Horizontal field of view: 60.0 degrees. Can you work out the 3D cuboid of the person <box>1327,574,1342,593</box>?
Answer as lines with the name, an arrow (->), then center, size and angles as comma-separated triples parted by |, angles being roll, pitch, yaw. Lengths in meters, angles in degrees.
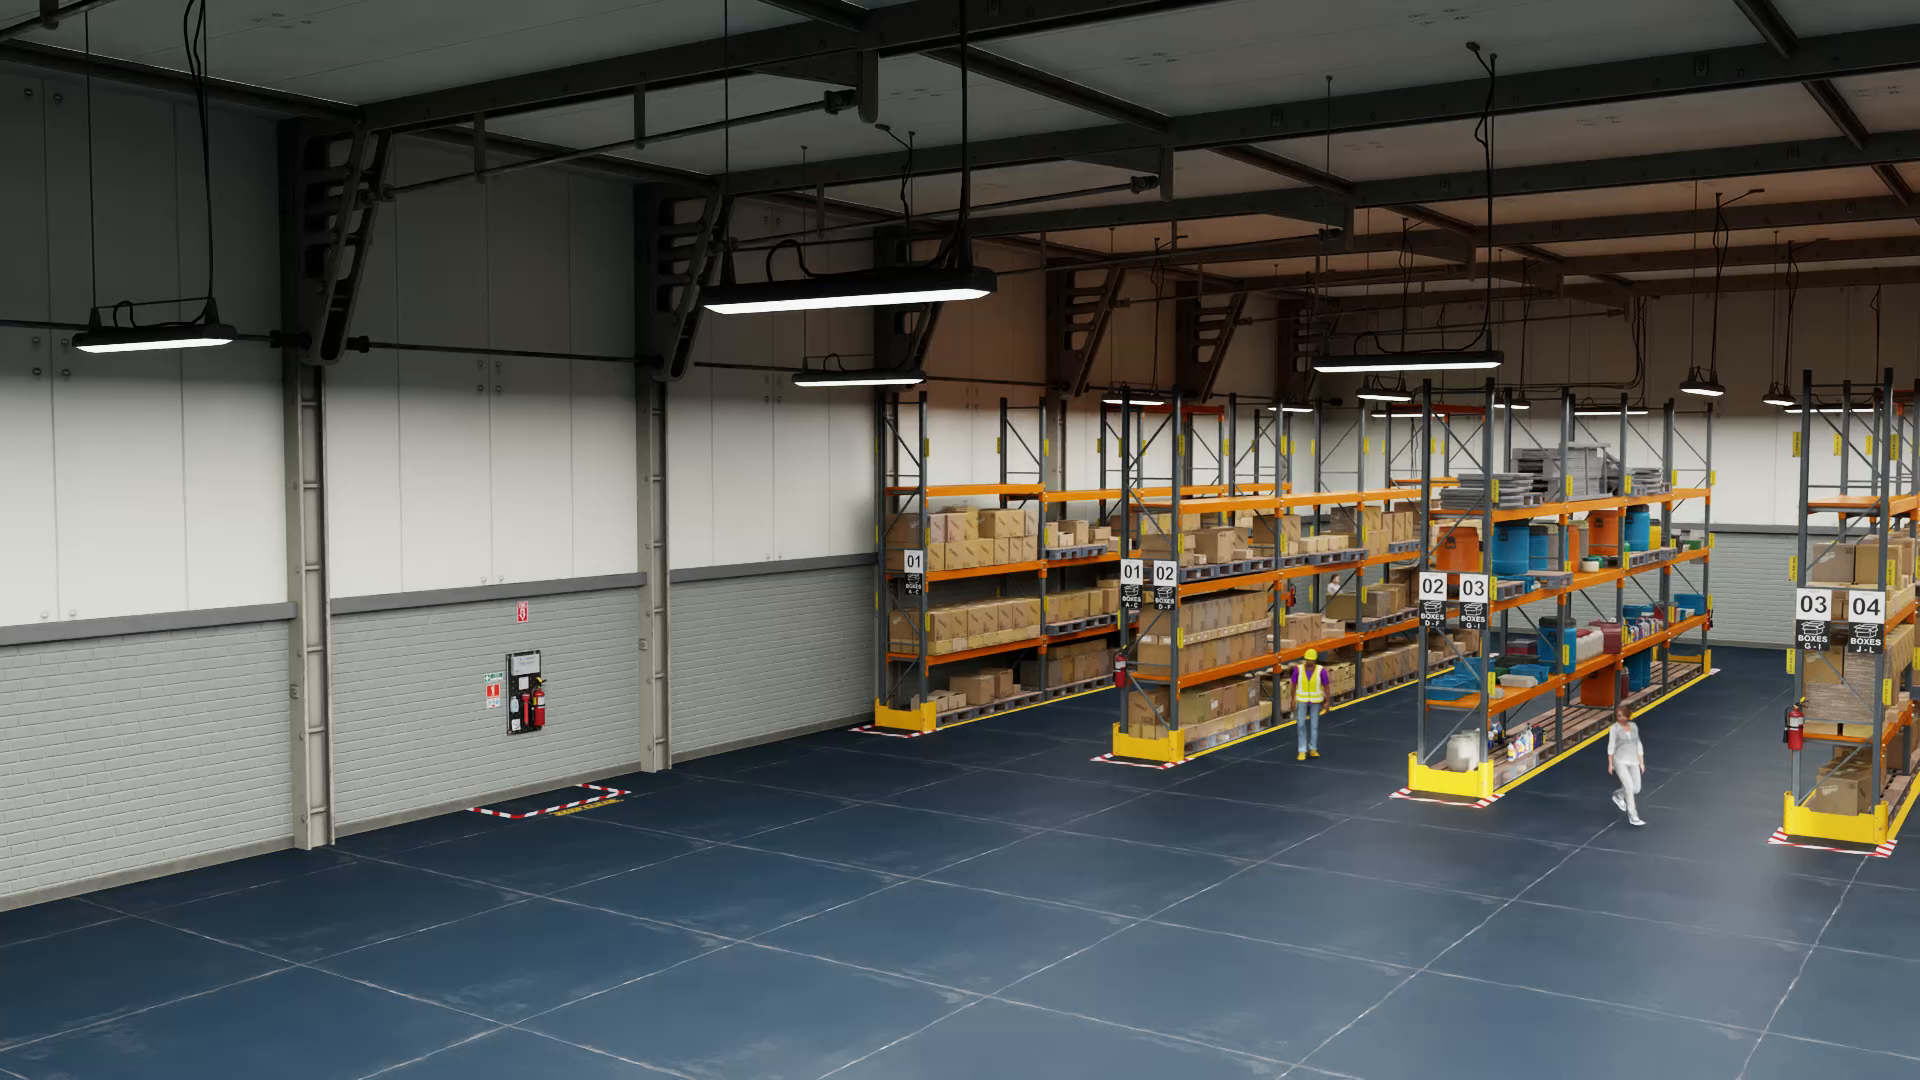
person -> 9.864, 1.725, 43.842 | 0.495, 1.687, 0.434 | -2, 4, -37

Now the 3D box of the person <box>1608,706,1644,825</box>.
person -> 8.915, 2.985, 22.258 | 0.419, 1.540, 0.827 | 0, 3, -9

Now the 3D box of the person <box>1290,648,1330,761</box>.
person -> 5.639, 2.650, 26.776 | 0.629, 1.832, 0.510 | 1, 3, 14
